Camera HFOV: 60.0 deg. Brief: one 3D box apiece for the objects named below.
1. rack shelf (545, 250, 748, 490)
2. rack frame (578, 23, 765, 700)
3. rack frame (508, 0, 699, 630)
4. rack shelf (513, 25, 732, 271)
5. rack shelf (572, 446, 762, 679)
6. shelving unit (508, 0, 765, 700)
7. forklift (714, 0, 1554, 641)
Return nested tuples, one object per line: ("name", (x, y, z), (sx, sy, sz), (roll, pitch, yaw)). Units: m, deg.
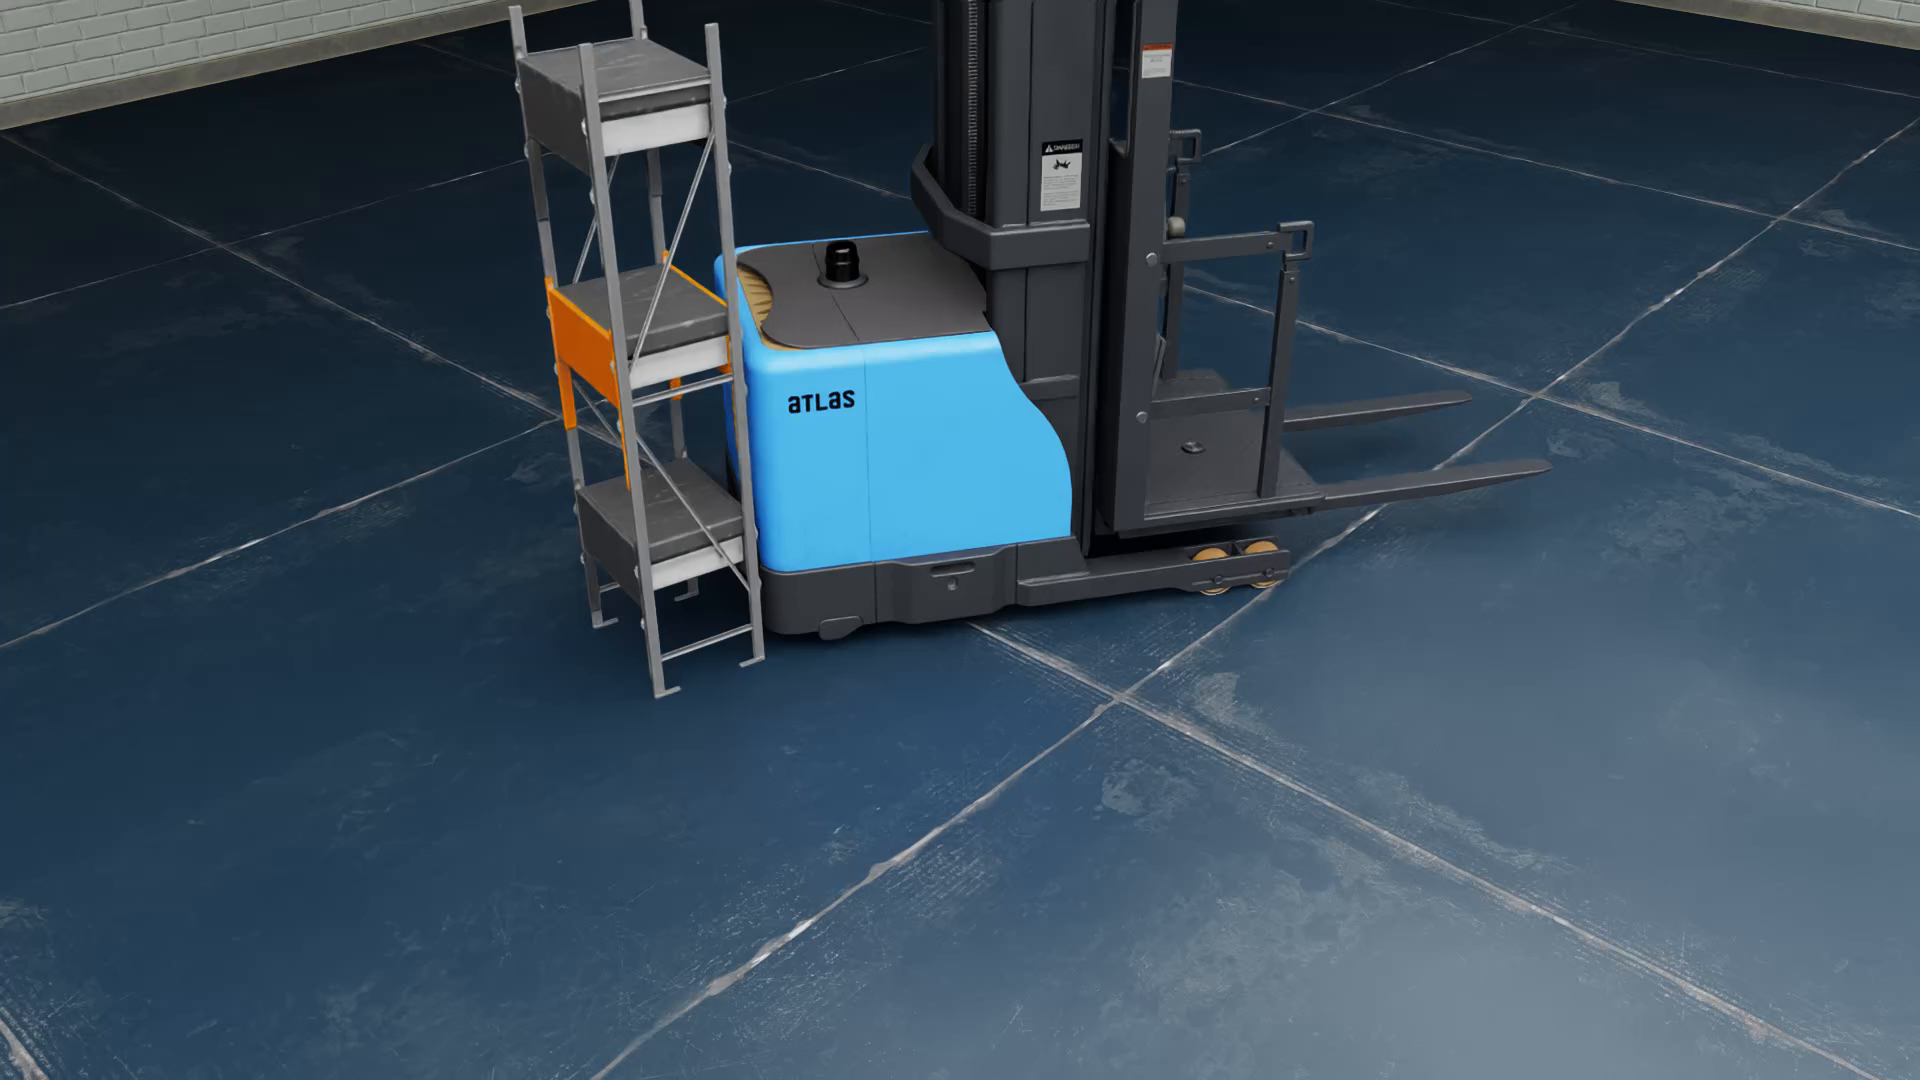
("rack shelf", (-0.961, -0.535, 5.128), (0.431, 0.518, 0.480), (-19, 36, -29))
("rack frame", (-0.824, -0.442, 4.949), (0.400, 2.100, 0.015), (-19, 36, -29))
("rack frame", (-1.099, -0.650, 5.294), (0.400, 2.100, 0.015), (-19, 36, -29))
("rack shelf", (-0.961, -1.134, 4.767), (0.431, 0.518, 0.480), (-19, 36, -29))
("rack shelf", (-0.962, 0.065, 5.490), (0.431, 0.518, 0.480), (-19, 36, -29))
("shelving unit", (-0.961, -0.546, 5.121), (0.431, 2.100, 0.503), (-19, 36, -29))
("forklift", (0.692, -1.315, 5.593), (3.031, 2.935, 1.130), (-7, 32, -12))
